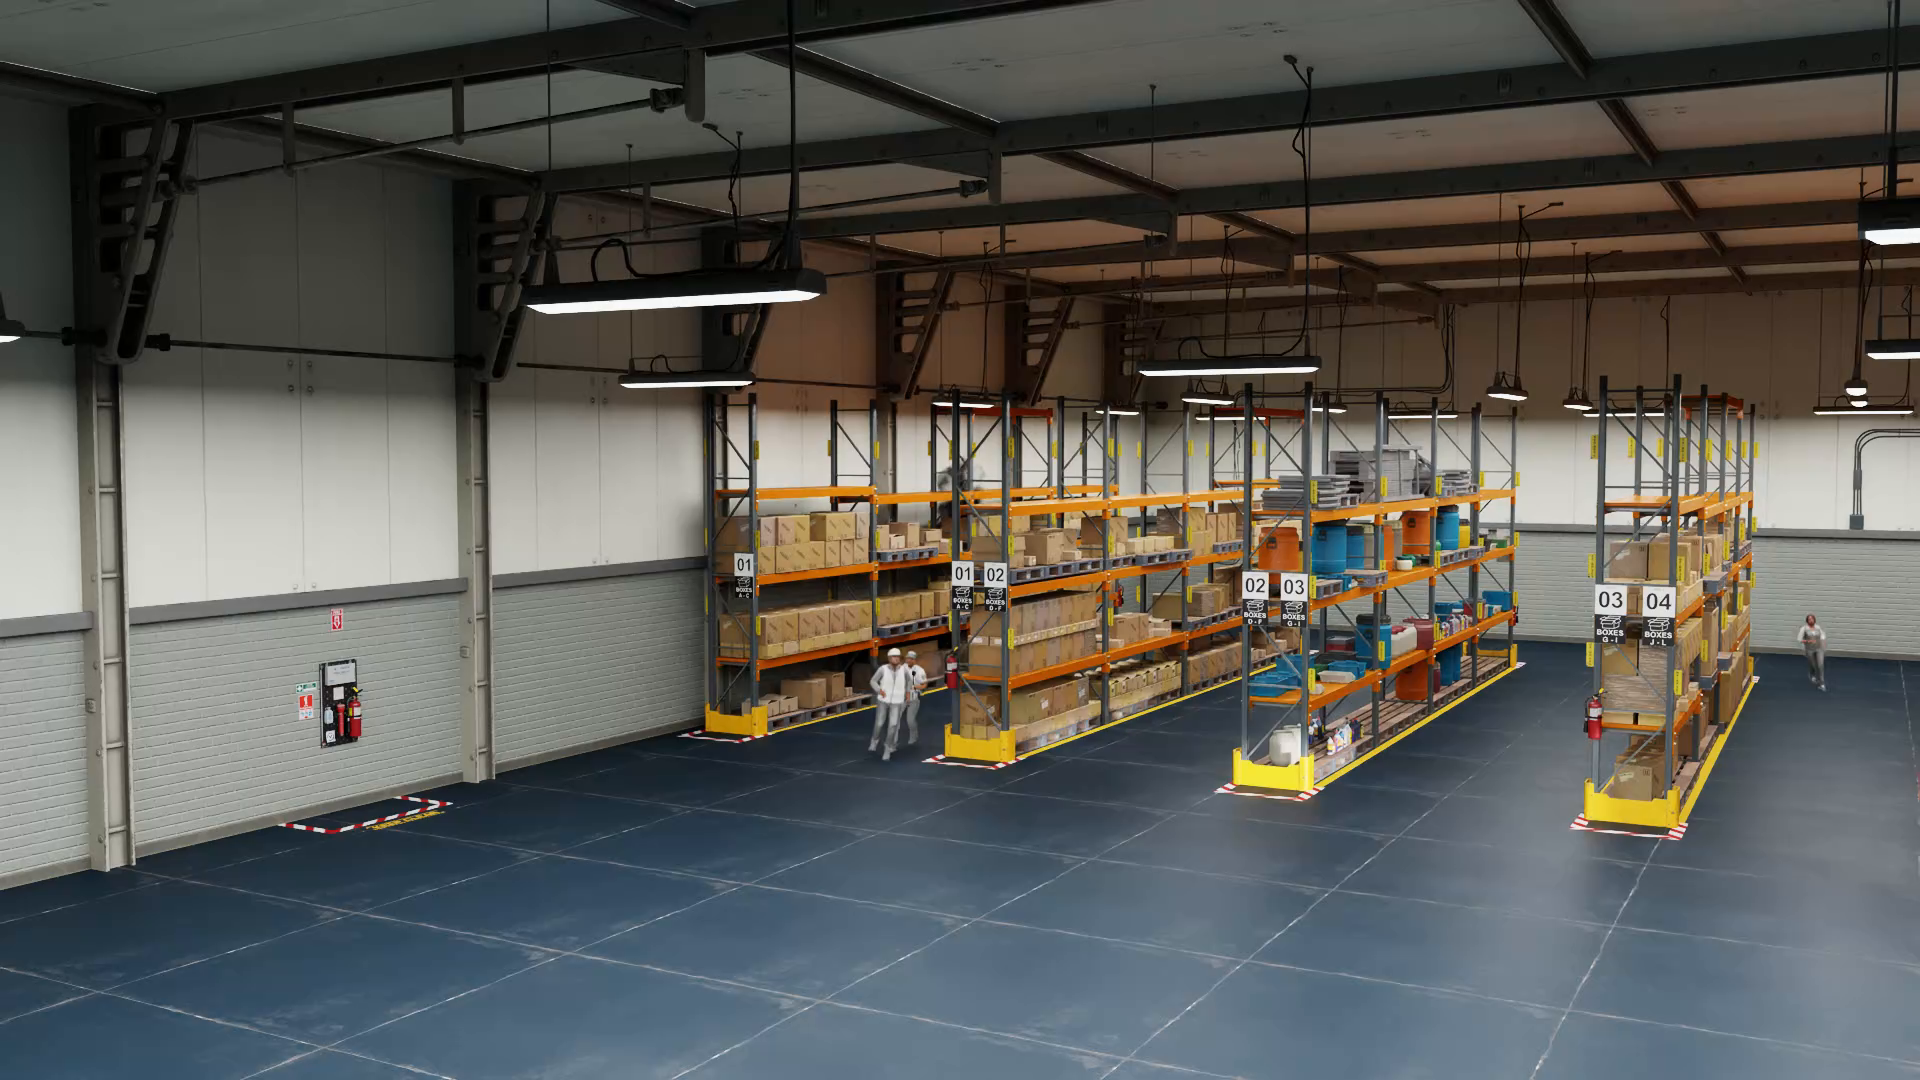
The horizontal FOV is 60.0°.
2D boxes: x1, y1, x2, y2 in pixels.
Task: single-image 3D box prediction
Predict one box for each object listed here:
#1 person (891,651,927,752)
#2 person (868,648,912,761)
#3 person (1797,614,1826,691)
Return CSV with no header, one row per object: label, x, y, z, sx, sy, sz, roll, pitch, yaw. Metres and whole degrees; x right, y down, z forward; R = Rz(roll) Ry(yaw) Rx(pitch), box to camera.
person,-0.835,2.689,27.875,0.623,1.688,0.872,1,3,19
person,-1.130,2.661,27.183,0.728,1.797,0.836,0,3,-7
person,17.873,2.341,34.915,0.575,1.572,0.836,1,3,13
